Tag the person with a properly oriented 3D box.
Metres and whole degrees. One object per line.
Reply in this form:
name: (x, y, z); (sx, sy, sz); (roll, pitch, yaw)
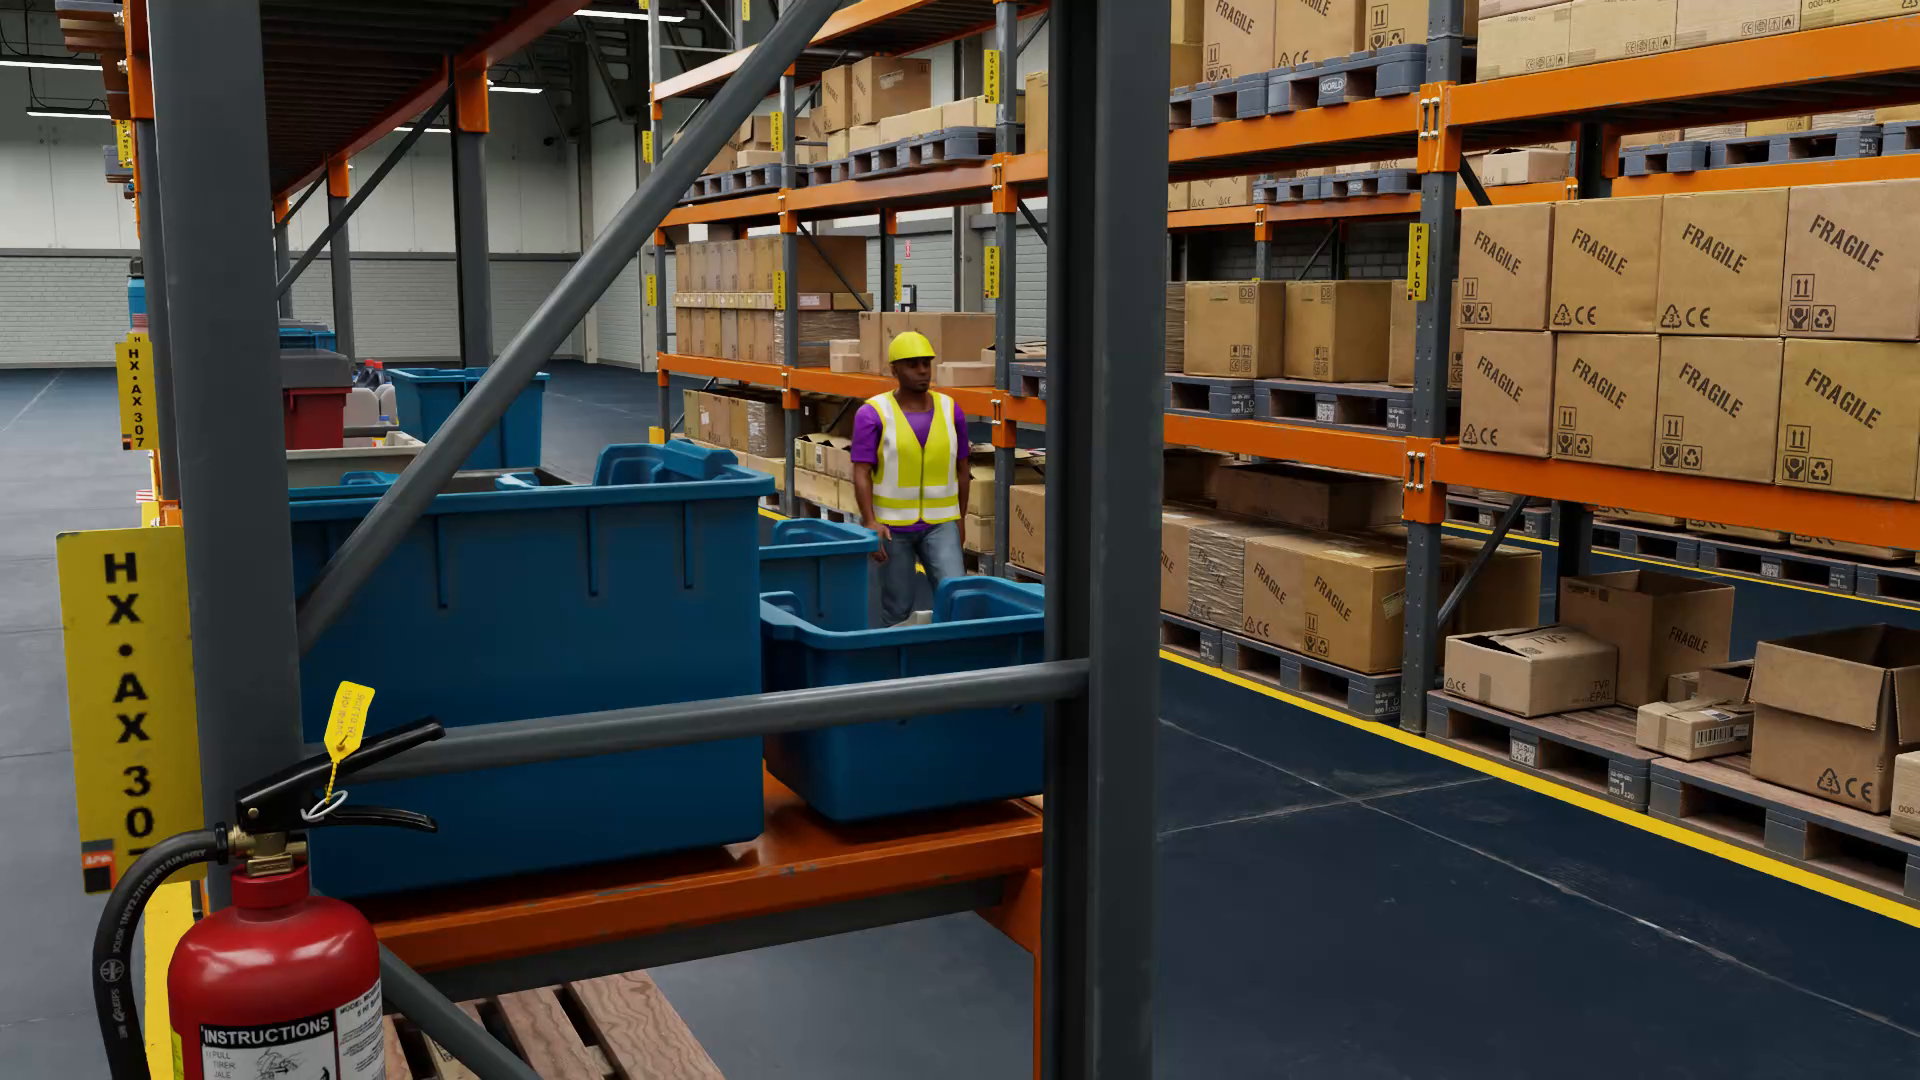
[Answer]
person: (-0.202, -0.014, 7.551); (0.583, 1.779, 0.692); (-2, 9, -15)
